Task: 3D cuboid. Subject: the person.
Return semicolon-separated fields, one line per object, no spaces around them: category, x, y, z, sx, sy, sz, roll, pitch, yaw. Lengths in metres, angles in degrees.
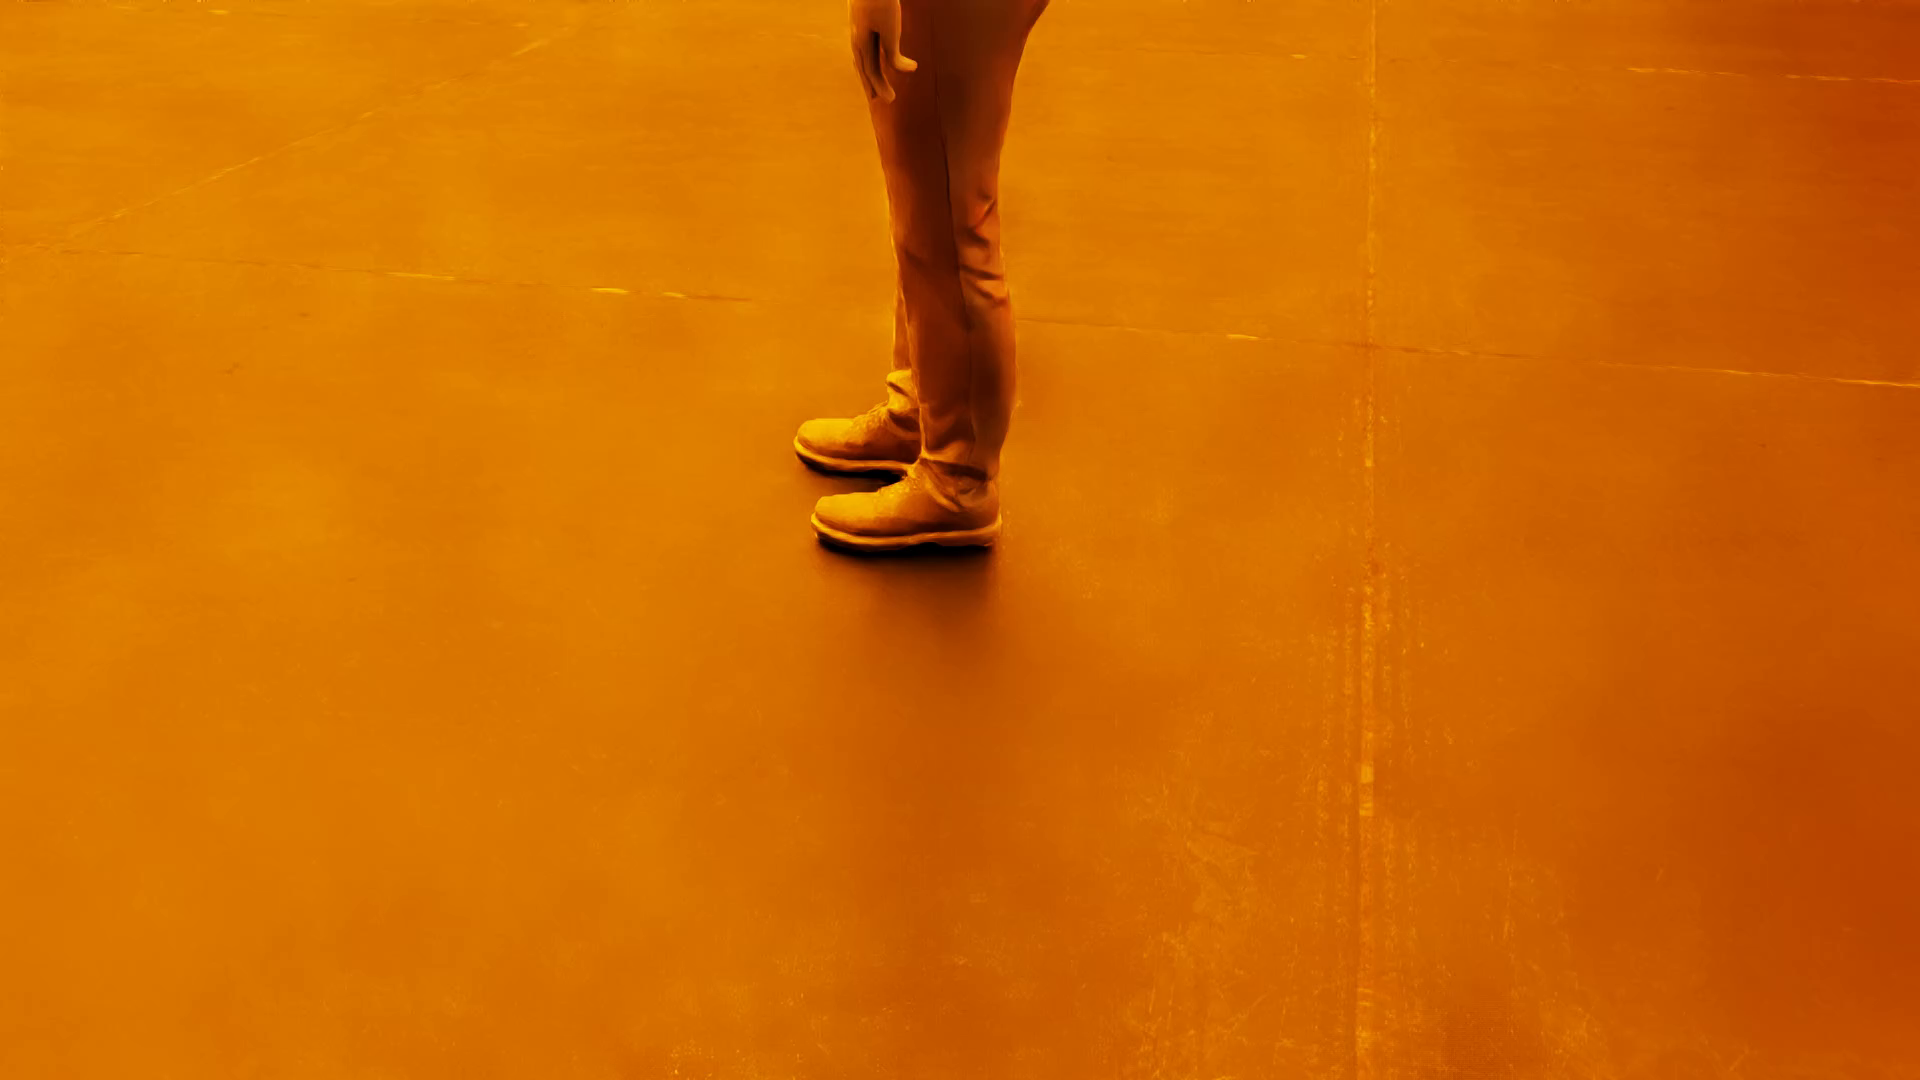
person;-0.065;-0.773;2.134;0.533;1.695;0.586;6;27;11
